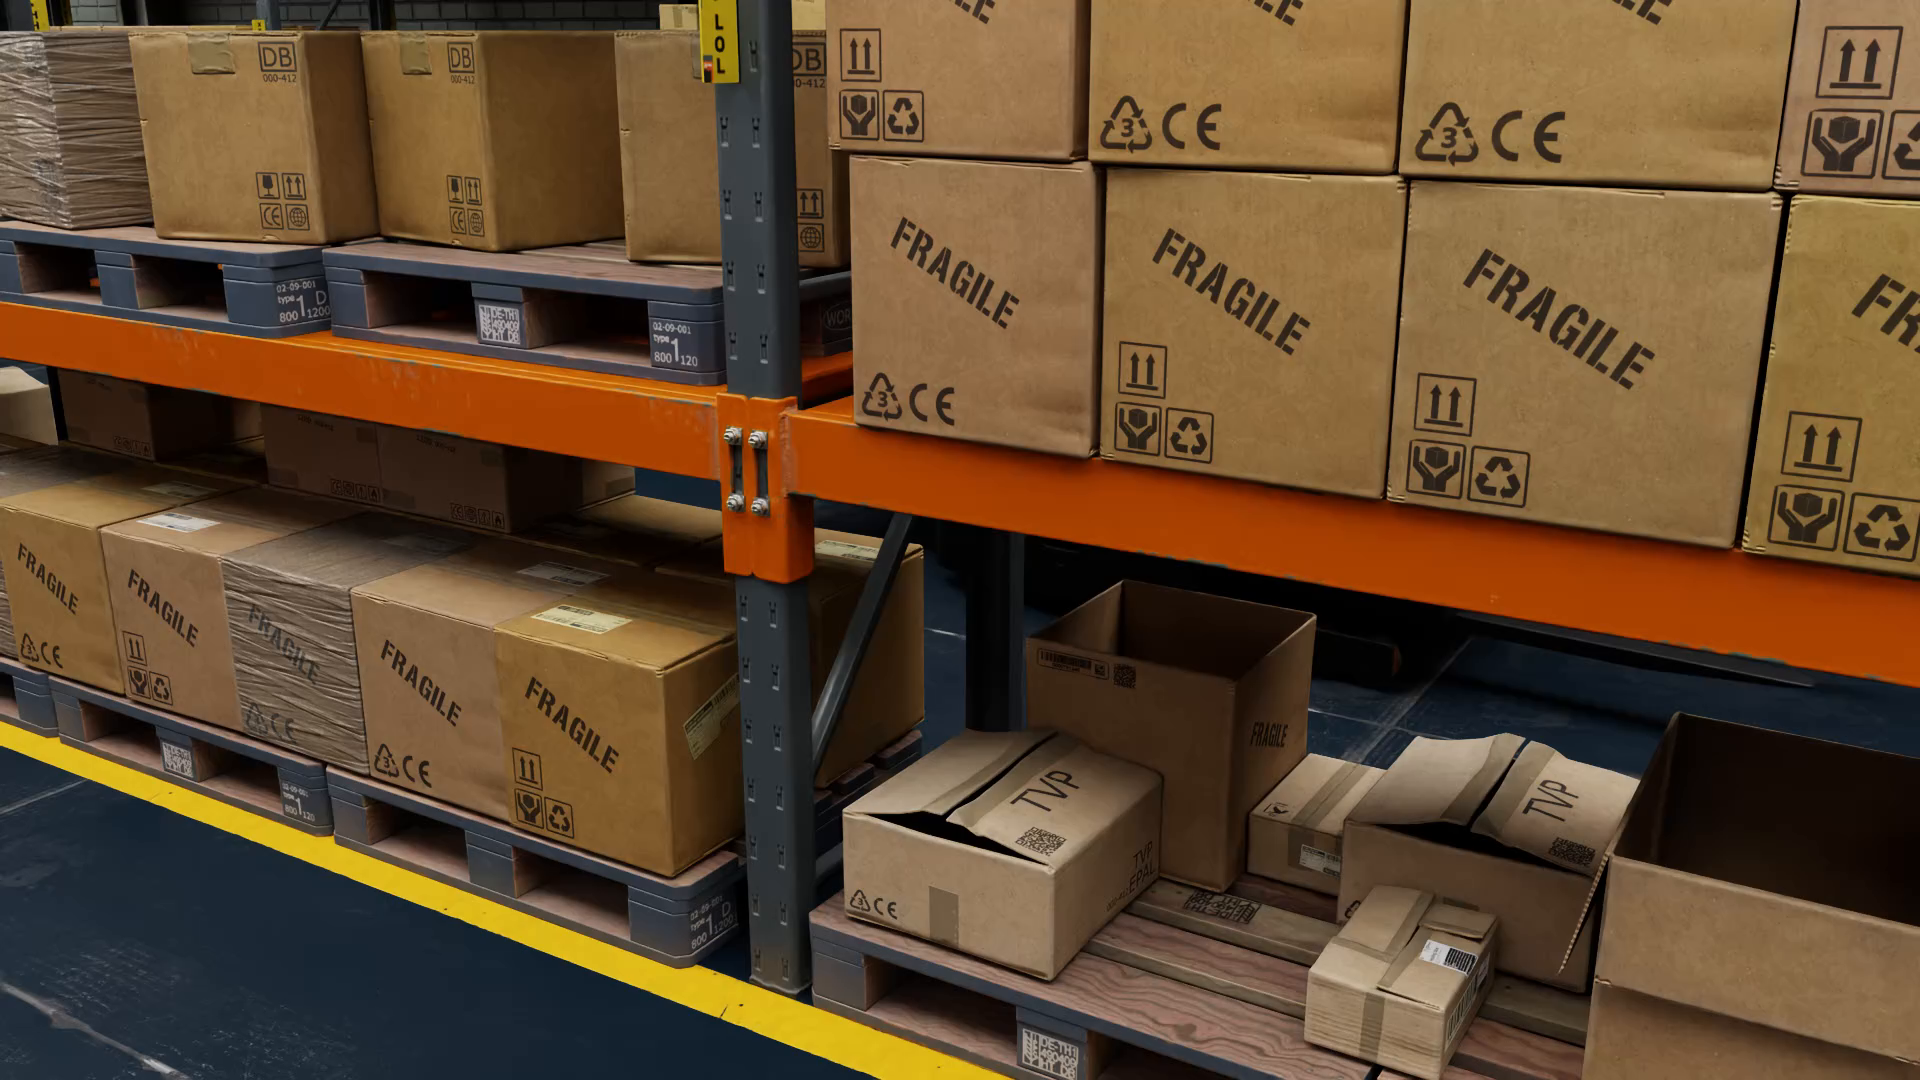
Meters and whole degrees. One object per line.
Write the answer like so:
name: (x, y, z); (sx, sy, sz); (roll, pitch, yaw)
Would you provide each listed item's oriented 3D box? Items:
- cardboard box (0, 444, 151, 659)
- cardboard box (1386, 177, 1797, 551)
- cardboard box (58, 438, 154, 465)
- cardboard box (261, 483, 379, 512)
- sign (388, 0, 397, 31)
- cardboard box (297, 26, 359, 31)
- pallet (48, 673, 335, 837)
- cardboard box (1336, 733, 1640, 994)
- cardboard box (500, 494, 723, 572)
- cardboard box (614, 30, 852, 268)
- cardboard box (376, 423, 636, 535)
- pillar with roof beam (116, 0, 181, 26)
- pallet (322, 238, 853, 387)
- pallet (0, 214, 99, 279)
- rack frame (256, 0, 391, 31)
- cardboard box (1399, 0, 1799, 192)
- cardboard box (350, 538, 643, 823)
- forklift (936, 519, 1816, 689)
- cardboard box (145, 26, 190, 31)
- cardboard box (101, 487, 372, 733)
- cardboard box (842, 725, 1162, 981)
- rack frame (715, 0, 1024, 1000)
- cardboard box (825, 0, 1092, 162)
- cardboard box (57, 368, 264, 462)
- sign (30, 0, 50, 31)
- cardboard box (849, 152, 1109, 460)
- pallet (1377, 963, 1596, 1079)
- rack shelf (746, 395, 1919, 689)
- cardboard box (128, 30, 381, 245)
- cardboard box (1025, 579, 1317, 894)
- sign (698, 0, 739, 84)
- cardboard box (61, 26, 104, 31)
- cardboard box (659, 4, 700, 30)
cardboard box: (-2.869, 0.023, 5.187); (0.500, 0.500, 0.500); (9, 19, 28)
cardboard box: (1.007, -0.321, 2.605); (0.500, 0.500, 0.500); (10, 20, 30)
cardboard box: (-2.637, -0.111, 5.629); (0.500, 0.500, 0.500); (11, 20, 32)
cardboard box: (-1.745, 0.046, 5.112); (0.500, 0.500, 0.500); (9, 19, 28)
sign: (-4.088, -3.708, 11.936); (0.005, 0.325, 0.100); (10, 20, 30)
cardboard box: (-4.667, -3.436, 11.966); (0.500, 0.500, 0.500); (10, 19, 29)
pallet: (-1.905, 0.463, 4.995); (1.213, 0.211, 1.003); (10, 20, 30)
cardboard box: (1.125, 0.635, 3.501); (0.500, 0.311, 0.500); (10, 20, 30)
cardboard box: (-0.893, 0.201, 4.602); (0.500, 0.500, 0.500); (10, 20, 31)
cardboard box: (-0.435, -0.948, 3.947); (0.500, 0.500, 0.700); (4, 17, 12)
cardboard box: (-1.285, -0.231, 4.735); (0.500, 0.250, 0.500); (10, 20, 30)
pillar with roof beam: (-8.988, -5.537, 9.626); (0.400, 9.000, 9.100); (10, 20, 30)
pallet: (-0.772, -0.629, 4.120); (1.213, 0.211, 1.003); (10, 20, 30)
pallet: (-2.942, -1.003, 5.352); (1.003, 0.211, 1.213); (10, 20, 30)
rack frame: (-4.376, -3.016, 11.650); (0.127, 3.000, 1.000); (10, 20, 30)
cardboard box: (0.984, -0.800, 2.462); (0.500, 0.500, 0.500); (9, 19, 28)
cardboard box: (-1.135, 0.332, 4.170); (0.500, 0.500, 0.500); (10, 20, 30)
forklift: (1.399, -1.107, 5.482); (3.031, 2.935, 1.130); (12, 21, 34)
cardboard box: (-5.369, -3.383, 11.790); (0.500, 0.500, 0.500); (10, 20, 30)
cardboard box: (-1.997, 0.179, 4.675); (0.500, 0.500, 0.500); (9, 19, 28)
cardboard box: (0.097, 0.621, 3.544); (0.500, 0.311, 0.500); (10, 20, 30)
rack frame: (-0.148, -0.572, 3.603); (0.127, 3.000, 1.000); (10, 20, 30)
cardboard box: (0.106, -0.957, 2.978); (0.500, 0.500, 0.500); (11, 20, 31)
cardboard box: (-2.586, -0.462, 5.495); (0.500, 0.250, 0.500); (11, 20, 32)
sign: (-3.280, -1.832, 5.897); (0.005, 0.325, 0.100); (10, 20, 30)
cardboard box: (0.144, -0.475, 3.111); (0.500, 0.500, 0.500); (11, 20, 31)
pallet: (1.480, 1.052, 3.054); (1.213, 0.211, 1.003); (10, 20, 30)
rack shelf: (1.556, 0.076, 2.706); (4.000, 0.370, 1.077); (10, 20, 30)
cardboard box: (-1.686, -1.074, 4.362); (0.500, 0.500, 0.700); (5, 18, 16)
cardboard box: (0.486, 0.430, 3.849); (0.500, 0.500, 0.500); (10, 20, 30)
sign: (-0.435, -0.988, 2.981); (0.005, 0.325, 0.100); (10, 20, 30)
cardboard box: (-6.236, -3.541, 12.311); (0.500, 0.500, 0.500); (11, 20, 32)
cardboard box: (-1.559, -3.067, 9.772); (0.250, 0.149, 0.380); (7, 18, 21)
